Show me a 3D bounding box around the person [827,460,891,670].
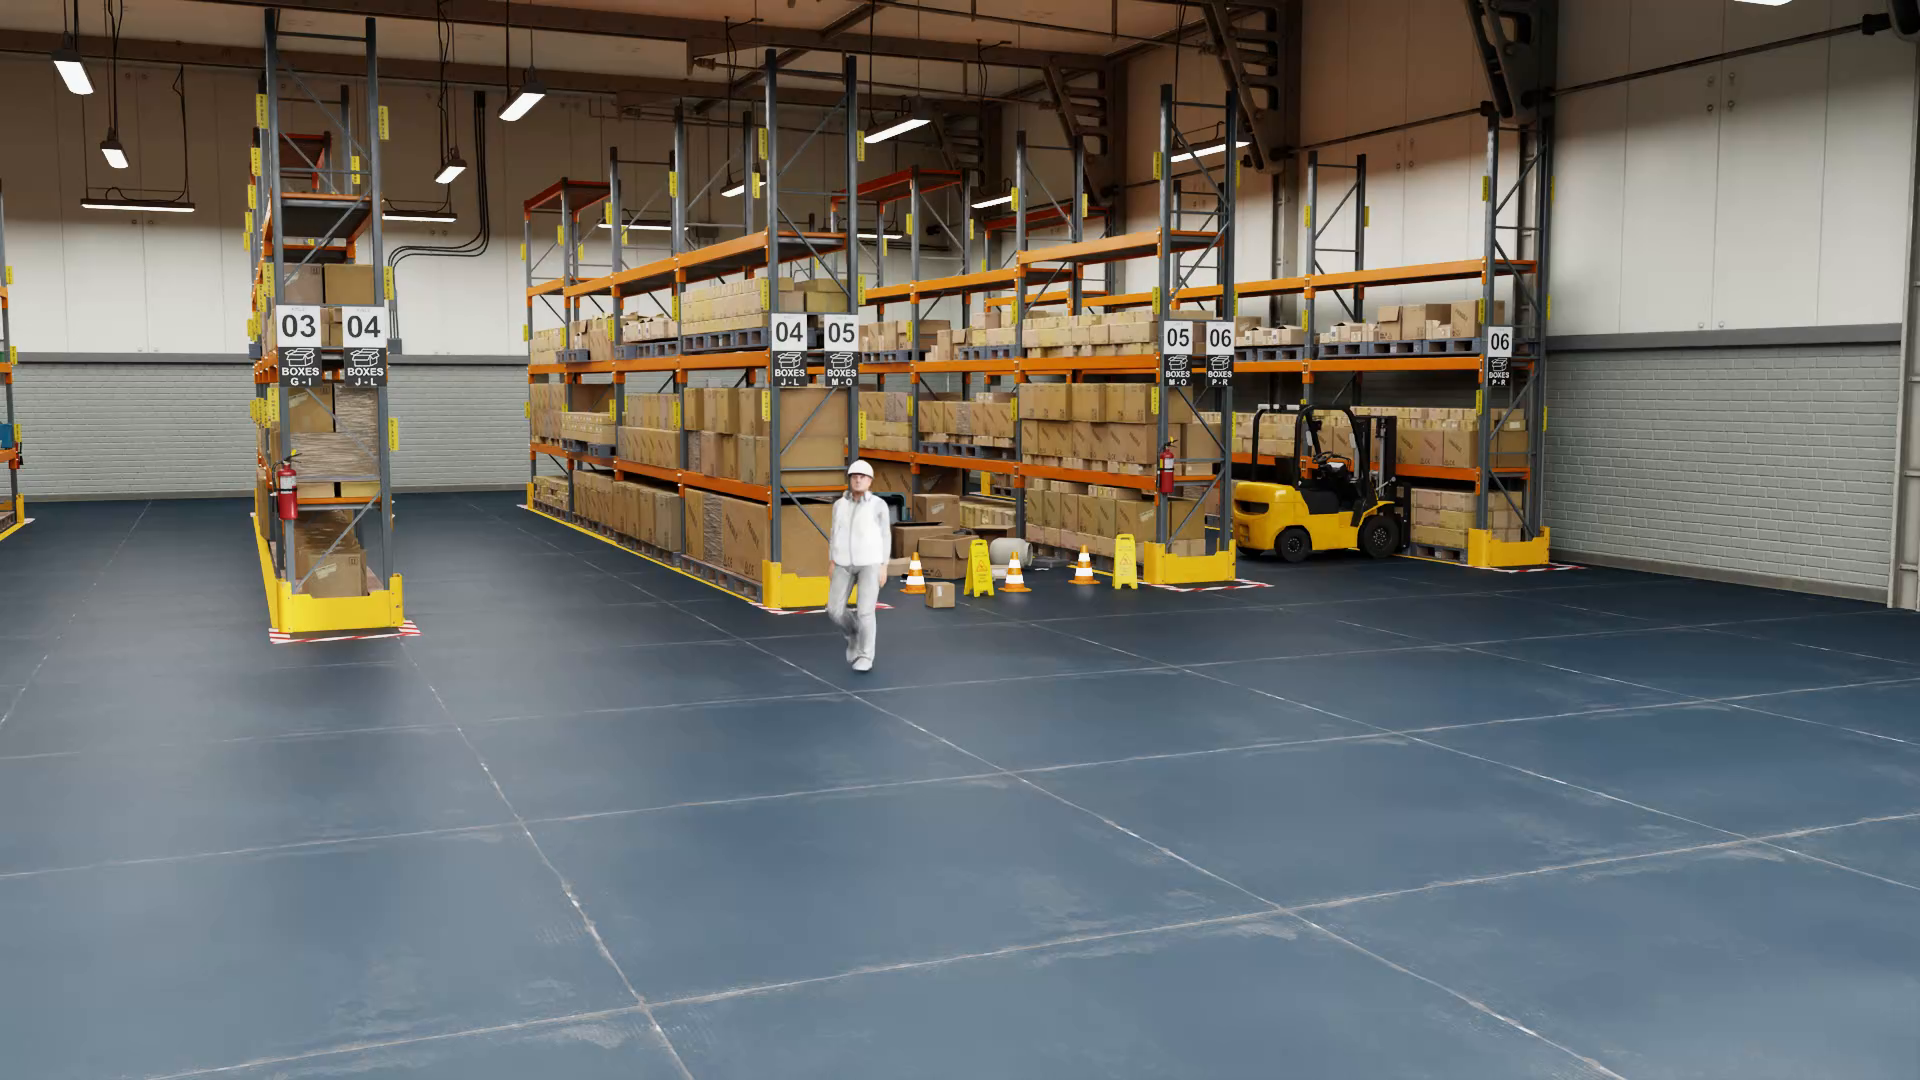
[{"bbox_3d":[-0.859,0.209,14.066,0.559,1.764,0.498,2,6,18],"label":"person"}]
